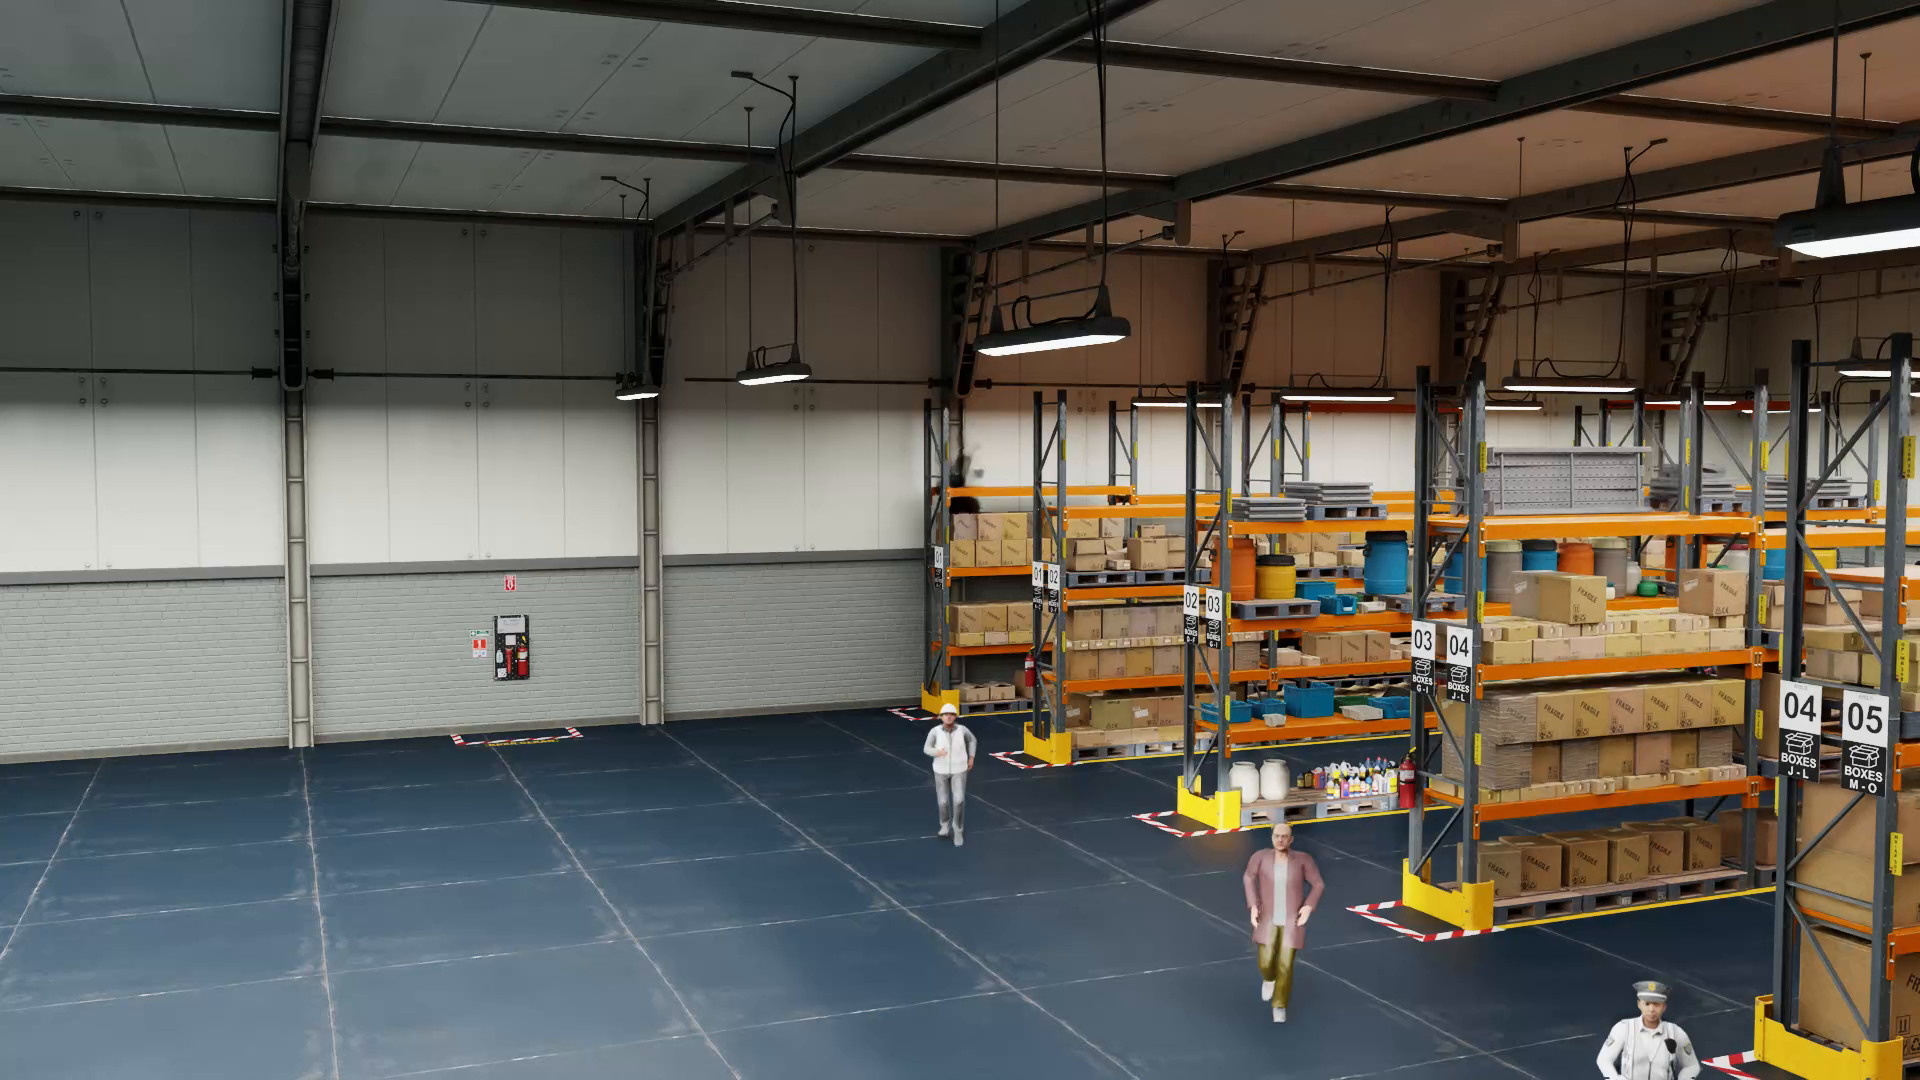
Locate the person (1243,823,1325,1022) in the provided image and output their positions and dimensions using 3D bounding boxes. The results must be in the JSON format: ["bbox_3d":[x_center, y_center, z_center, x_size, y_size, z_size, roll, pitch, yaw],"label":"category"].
[{"bbox_3d":[2.916,3.413,15.003,0.731,1.750,0.634,1,3,16],"label":"person"}]

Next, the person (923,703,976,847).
[{"bbox_3d":[-0.135,3.018,21.454,0.676,1.839,0.752,0,3,1],"label":"person"}]

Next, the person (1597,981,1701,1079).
[{"bbox_3d":[4.507,3.690,10.891,0.631,1.647,0.729,1,4,18],"label":"person"}]
